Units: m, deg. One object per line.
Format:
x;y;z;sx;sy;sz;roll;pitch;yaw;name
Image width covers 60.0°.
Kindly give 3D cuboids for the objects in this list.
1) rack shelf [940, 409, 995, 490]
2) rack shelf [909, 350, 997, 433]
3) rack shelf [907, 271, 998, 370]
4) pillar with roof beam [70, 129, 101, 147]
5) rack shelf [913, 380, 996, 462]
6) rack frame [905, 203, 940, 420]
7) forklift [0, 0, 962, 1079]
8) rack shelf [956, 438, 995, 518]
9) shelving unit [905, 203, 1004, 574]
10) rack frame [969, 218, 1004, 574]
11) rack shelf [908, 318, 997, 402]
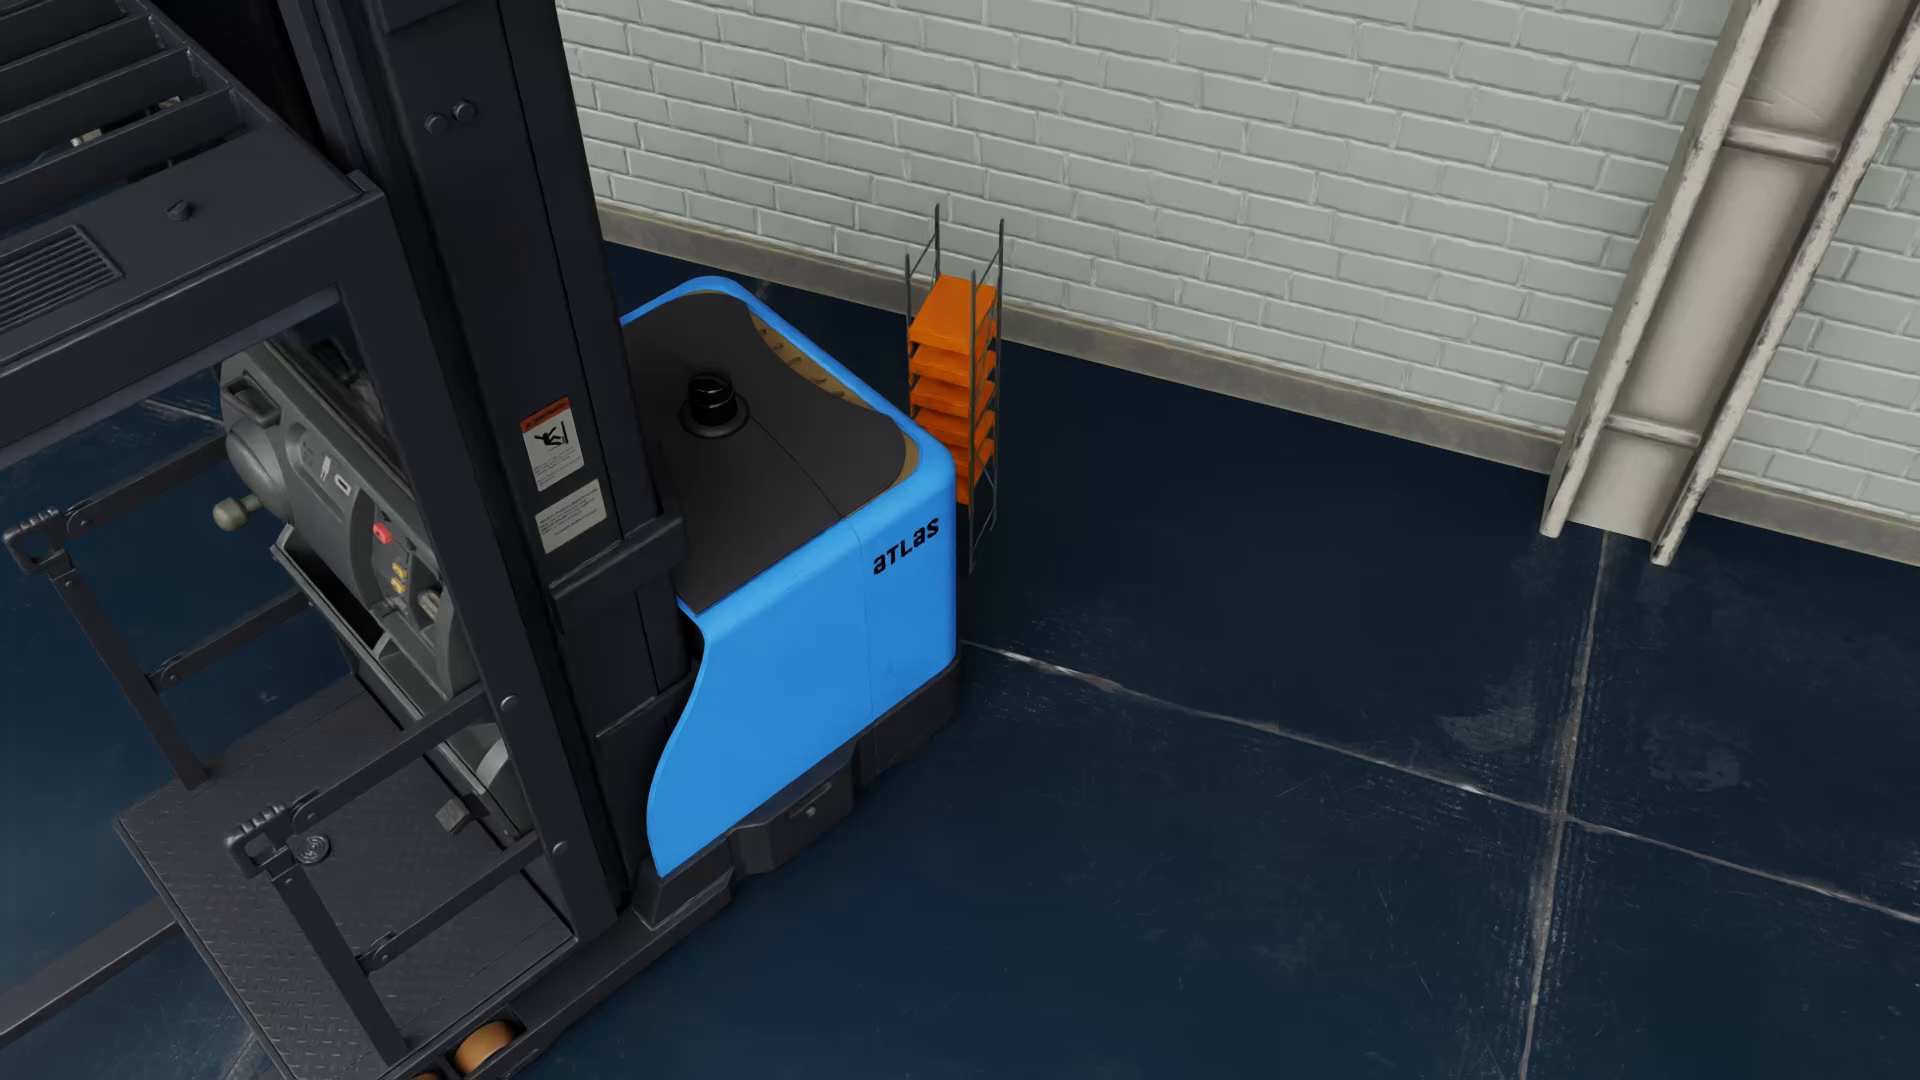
-0.014;-0.289;4.924;0.180;0.103;0.258;16;51;13;rack shelf
-0.014;-0.446;4.743;0.180;0.103;0.258;16;51;13;rack shelf
-0.014;-0.603;4.561;0.180;0.103;0.258;16;51;13;rack shelf
-5.046;-1.544;0.633;0.400;9.000;9.100;16;51;13;pillar with roof beam
-0.014;-0.368;4.833;0.180;0.103;0.258;16;51;13;rack shelf
-0.099;-0.421;4.821;0.006;1.200;0.240;16;51;13;rack frame
-1.419;0.030;3.285;3.031;2.935;1.130;-35;58;-26;forklift
-0.014;-0.210;5.015;0.180;0.103;0.258;16;51;13;rack shelf
-0.014;-0.397;4.800;0.189;1.200;0.258;16;51;13;shelving unit
0.072;-0.373;4.779;0.006;1.200;0.240;16;51;13;rack frame
-0.014;-0.525;4.652;0.180;0.103;0.258;16;51;13;rack shelf
